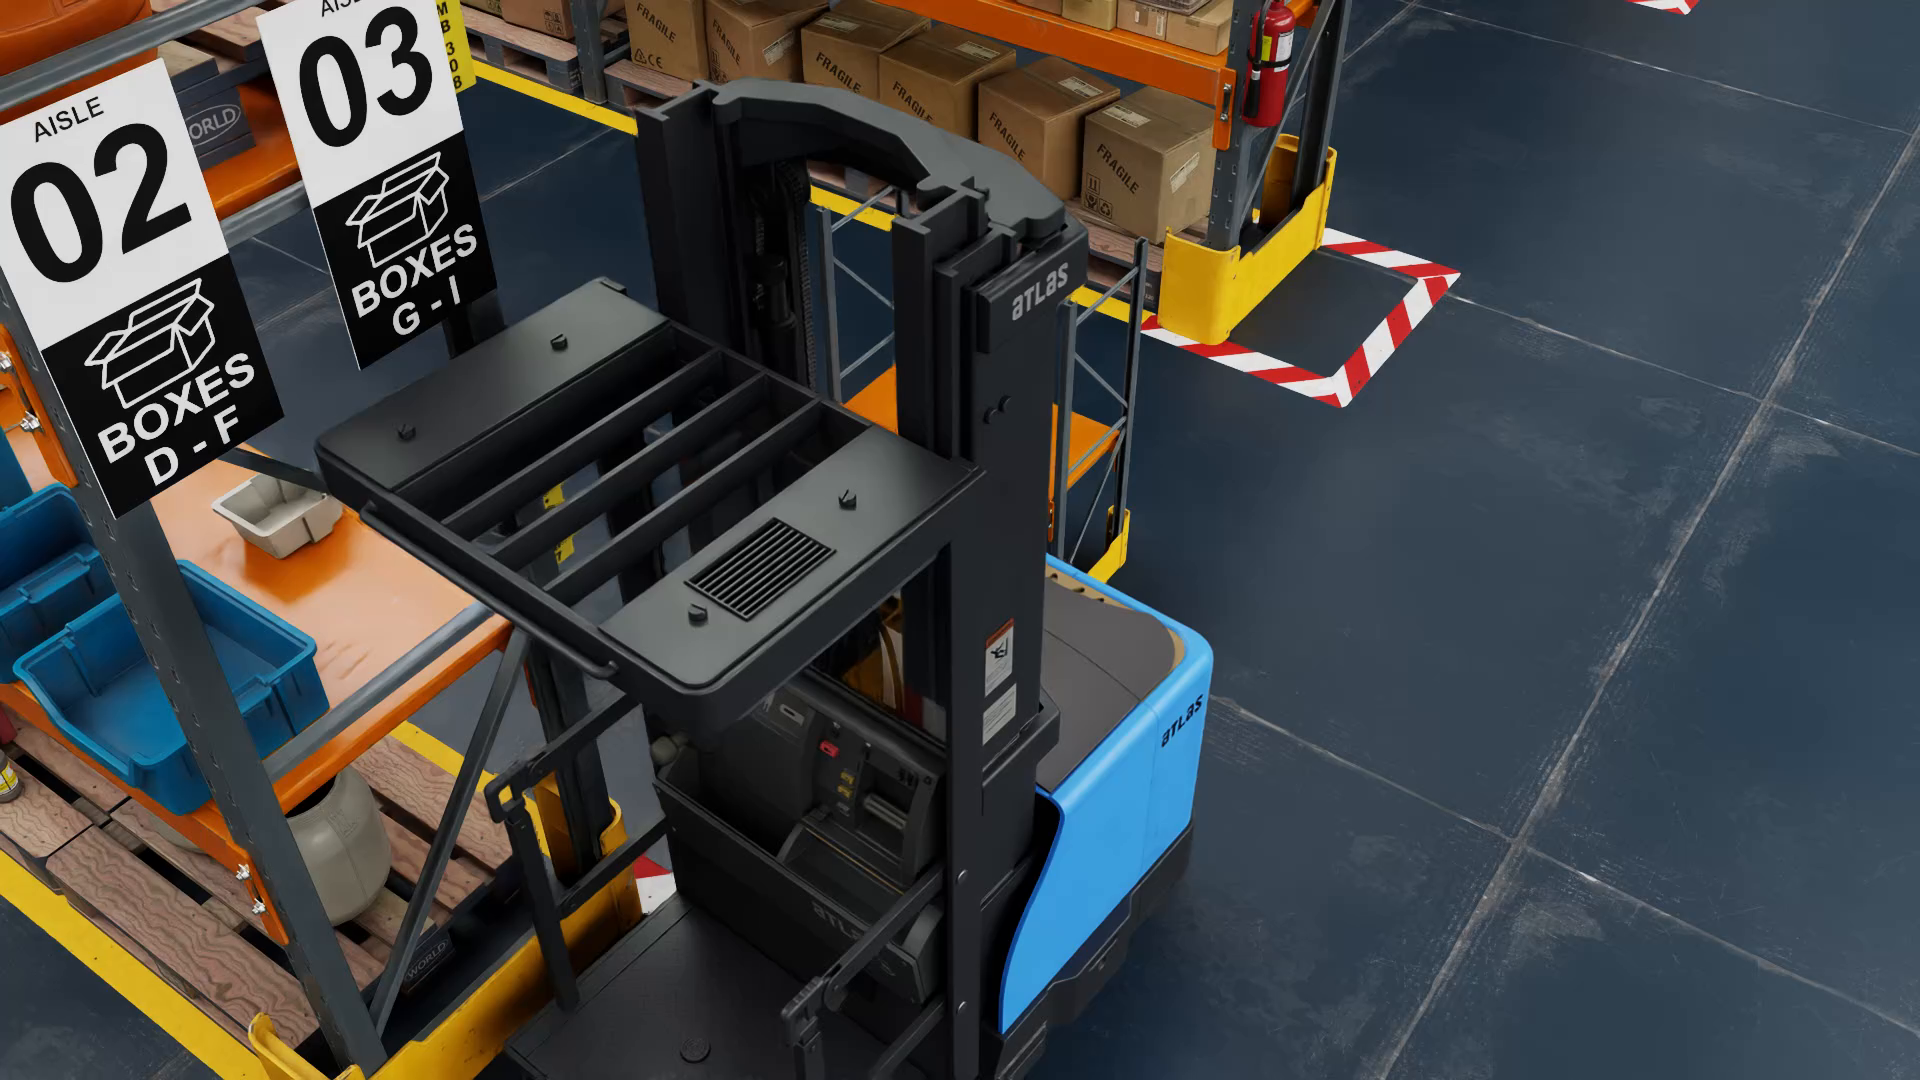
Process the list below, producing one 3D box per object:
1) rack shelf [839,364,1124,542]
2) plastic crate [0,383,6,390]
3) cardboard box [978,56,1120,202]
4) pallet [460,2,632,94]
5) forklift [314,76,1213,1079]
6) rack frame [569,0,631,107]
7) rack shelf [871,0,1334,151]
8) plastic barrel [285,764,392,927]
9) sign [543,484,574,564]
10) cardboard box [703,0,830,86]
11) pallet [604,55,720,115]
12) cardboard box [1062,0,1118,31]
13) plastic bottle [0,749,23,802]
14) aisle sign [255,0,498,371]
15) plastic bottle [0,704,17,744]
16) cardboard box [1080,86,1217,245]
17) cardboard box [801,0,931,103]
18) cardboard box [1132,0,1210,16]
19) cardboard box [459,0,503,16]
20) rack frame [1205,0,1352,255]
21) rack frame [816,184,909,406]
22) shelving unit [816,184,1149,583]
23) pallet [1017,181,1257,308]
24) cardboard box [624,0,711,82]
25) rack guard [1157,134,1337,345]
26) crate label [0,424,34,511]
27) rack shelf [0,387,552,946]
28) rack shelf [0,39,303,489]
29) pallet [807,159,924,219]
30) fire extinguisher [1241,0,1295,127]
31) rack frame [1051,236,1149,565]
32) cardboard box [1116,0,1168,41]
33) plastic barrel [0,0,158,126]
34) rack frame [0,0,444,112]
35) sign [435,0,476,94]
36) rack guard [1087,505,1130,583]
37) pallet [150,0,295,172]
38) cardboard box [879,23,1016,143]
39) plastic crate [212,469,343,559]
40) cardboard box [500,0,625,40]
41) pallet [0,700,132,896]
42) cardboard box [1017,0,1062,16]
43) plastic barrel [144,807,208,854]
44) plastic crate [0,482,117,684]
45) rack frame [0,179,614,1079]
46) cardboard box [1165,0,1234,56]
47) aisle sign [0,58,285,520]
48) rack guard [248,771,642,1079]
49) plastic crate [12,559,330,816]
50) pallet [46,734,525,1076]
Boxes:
[{"bbox_3d":[0.070,-0.392,6.333,1.000,0.185,0.538,25,48,25],"label":"rack shelf"},{"bbox_3d":[-3.194,-0.611,5.381,0.437,0.136,0.530,25,48,25],"label":"plastic crate"},{"bbox_3d":[0.440,-2.049,8.350,0.500,0.500,0.500,-29,49,-28],"label":"cardboard box"},{"bbox_3d":[-2.463,-3.155,10.117,1.213,0.211,1.003,25,48,25],"label":"pallet"},{"bbox_3d":[-0.563,0.565,3.921,1.130,2.935,3.031,28,49,28],"label":"forklift"},{"bbox_3d":[-1.825,-3.897,8.855,0.127,3.000,1.000,25,48,25],"label":"rack frame"},{"bbox_3d":[-0.187,-2.863,8.239,4.000,0.370,1.077,25,48,25],"label":"rack shelf"},{"bbox_3d":[-1.976,0.899,5.046,0.421,0.512,0.421,0,42,0],"label":"plastic barrel"},{"bbox_3d":[-1.074,-0.063,4.363,0.005,0.325,0.100,25,48,25],"label":"sign"},{"bbox_3d":[-1.047,-2.732,9.113,0.500,0.500,0.500,-26,48,-26],"label":"cardboard box"},{"bbox_3d":[-1.254,-2.620,9.519,1.213,0.211,1.003,25,48,25],"label":"pallet"},{"bbox_3d":[0.660,-2.432,7.406,0.250,0.149,0.380,25,48,25],"label":"cardboard box"},{"bbox_3d":[-3.149,0.754,5.427,0.097,0.201,0.097,0,42,0],"label":"plastic bottle"},{"bbox_3d":[-1.167,-0.762,3.403,0.004,0.787,0.394,25,48,25],"label":"aisle sign"},{"bbox_3d":[-3.279,0.554,5.589,0.133,0.283,0.061,25,48,25],"label":"plastic bottle"},{"bbox_3d":[0.949,-1.838,8.115,0.500,0.500,0.500,-33,51,-31],"label":"cardboard box"},{"bbox_3d":[-0.493,-2.537,8.895,0.500,0.500,0.500,21,46,22],"label":"cardboard box"},{"bbox_3d":[1.016,-2.739,7.263,0.500,0.500,0.875,25,48,25],"label":"cardboard box"},{"bbox_3d":[-2.695,-3.569,10.034,0.500,0.500,0.700,25,47,25],"label":"cardboard box"},{"bbox_3d":[1.450,-2.365,7.144,0.127,3.000,1.000,25,48,25],"label":"rack frame"},{"bbox_3d":[-0.346,-0.721,6.431,0.032,1.500,0.500,25,48,25],"label":"rack frame"},{"bbox_3d":[0.062,-0.530,6.217,1.083,1.500,0.587,25,48,25],"label":"shelving unit"},{"bbox_3d":[0.743,-1.685,8.475,1.213,0.211,1.003,25,48,25],"label":"pallet"},{"bbox_3d":[-1.520,-2.947,9.353,0.500,0.500,0.500,24,47,24],"label":"cardboard box"},{"bbox_3d":[1.388,-1.463,8.010,0.348,0.500,1.175,25,48,25],"label":"rack guard"},{"bbox_3d":[-3.056,-0.231,4.733,0.616,0.435,0.502,25,48,25],"label":"crate label"},{"bbox_3d":[-3.031,-0.159,5.217,4.000,0.370,1.077,25,48,25],"label":"rack shelf"},{"bbox_3d":[-3.031,-1.277,4.217,4.000,0.370,1.077,25,48,25],"label":"rack shelf"},{"bbox_3d":[-0.251,-2.153,8.998,1.213,0.211,1.003,25,48,25],"label":"pallet"},{"bbox_3d":[1.279,-2.041,6.839,0.183,0.674,0.296,25,48,25],"label":"fire extinguisher"},{"bbox_3d":[0.486,-0.332,5.996,0.032,1.500,0.500,25,48,25],"label":"rack frame"},{"bbox_3d":[0.894,-2.364,7.331,0.250,0.149,0.380,25,48,25],"label":"cardboard box"},{"bbox_3d":[-1.864,-1.212,2.969,0.708,0.830,0.600,25,48,25],"label":"plastic barrel"},{"bbox_3d":[-1.394,-1.897,2.121,0.127,3.000,1.000,25,48,25],"label":"rack frame"},{"bbox_3d":[-1.074,-1.081,3.452,0.005,0.325,0.100,25,48,25],"label":"sign"},{"bbox_3d":[0.470,0.127,6.421,0.087,0.250,0.587,25,48,25],"label":"rack guard"},{"bbox_3d":[-2.015,-1.079,3.598,1.213,0.211,1.003,25,48,25],"label":"pallet"},{"bbox_3d":[-0.062,-2.299,8.629,0.500,0.500,0.500,30,50,29],"label":"cardboard box"},{"bbox_3d":[-1.942,-0.081,4.789,0.250,0.136,0.298,25,48,25],"label":"plastic crate"},{"bbox_3d":[-2.315,-3.376,9.818,0.500,0.500,0.700,22,46,22],"label":"cardboard box"},{"bbox_3d":[-3.140,0.593,5.929,1.213,0.211,1.003,25,48,25],"label":"pallet"},{"bbox_3d":[0.464,-2.536,7.523,0.250,0.149,0.380,25,48,25],"label":"cardboard box"},{"bbox_3d":[-2.387,0.707,5.261,0.421,0.512,0.421,0,42,0],"label":"plastic barrel"},{"bbox_3d":[-2.504,0.114,4.484,0.408,0.251,0.499,25,48,25],"label":"plastic crate"},{"bbox_3d":[-1.394,0.339,4.122,0.127,3.000,1.000,25,48,25],"label":"rack frame"},{"bbox_3d":[1.098,-2.268,7.224,0.250,0.149,0.380,25,48,25],"label":"cardboard box"},{"bbox_3d":[-1.505,-0.440,3.043,0.004,0.787,0.394,25,48,25],"label":"aisle sign"},{"bbox_3d":[-1.483,1.267,4.959,0.348,0.500,1.175,25,48,25],"label":"rack guard"},{"bbox_3d":[-1.975,0.366,4.203,0.616,0.251,0.499,25,48,25],"label":"plastic crate"},{"bbox_3d":[-2.145,1.061,5.406,1.213,0.211,1.003,25,48,25],"label":"pallet"}]
